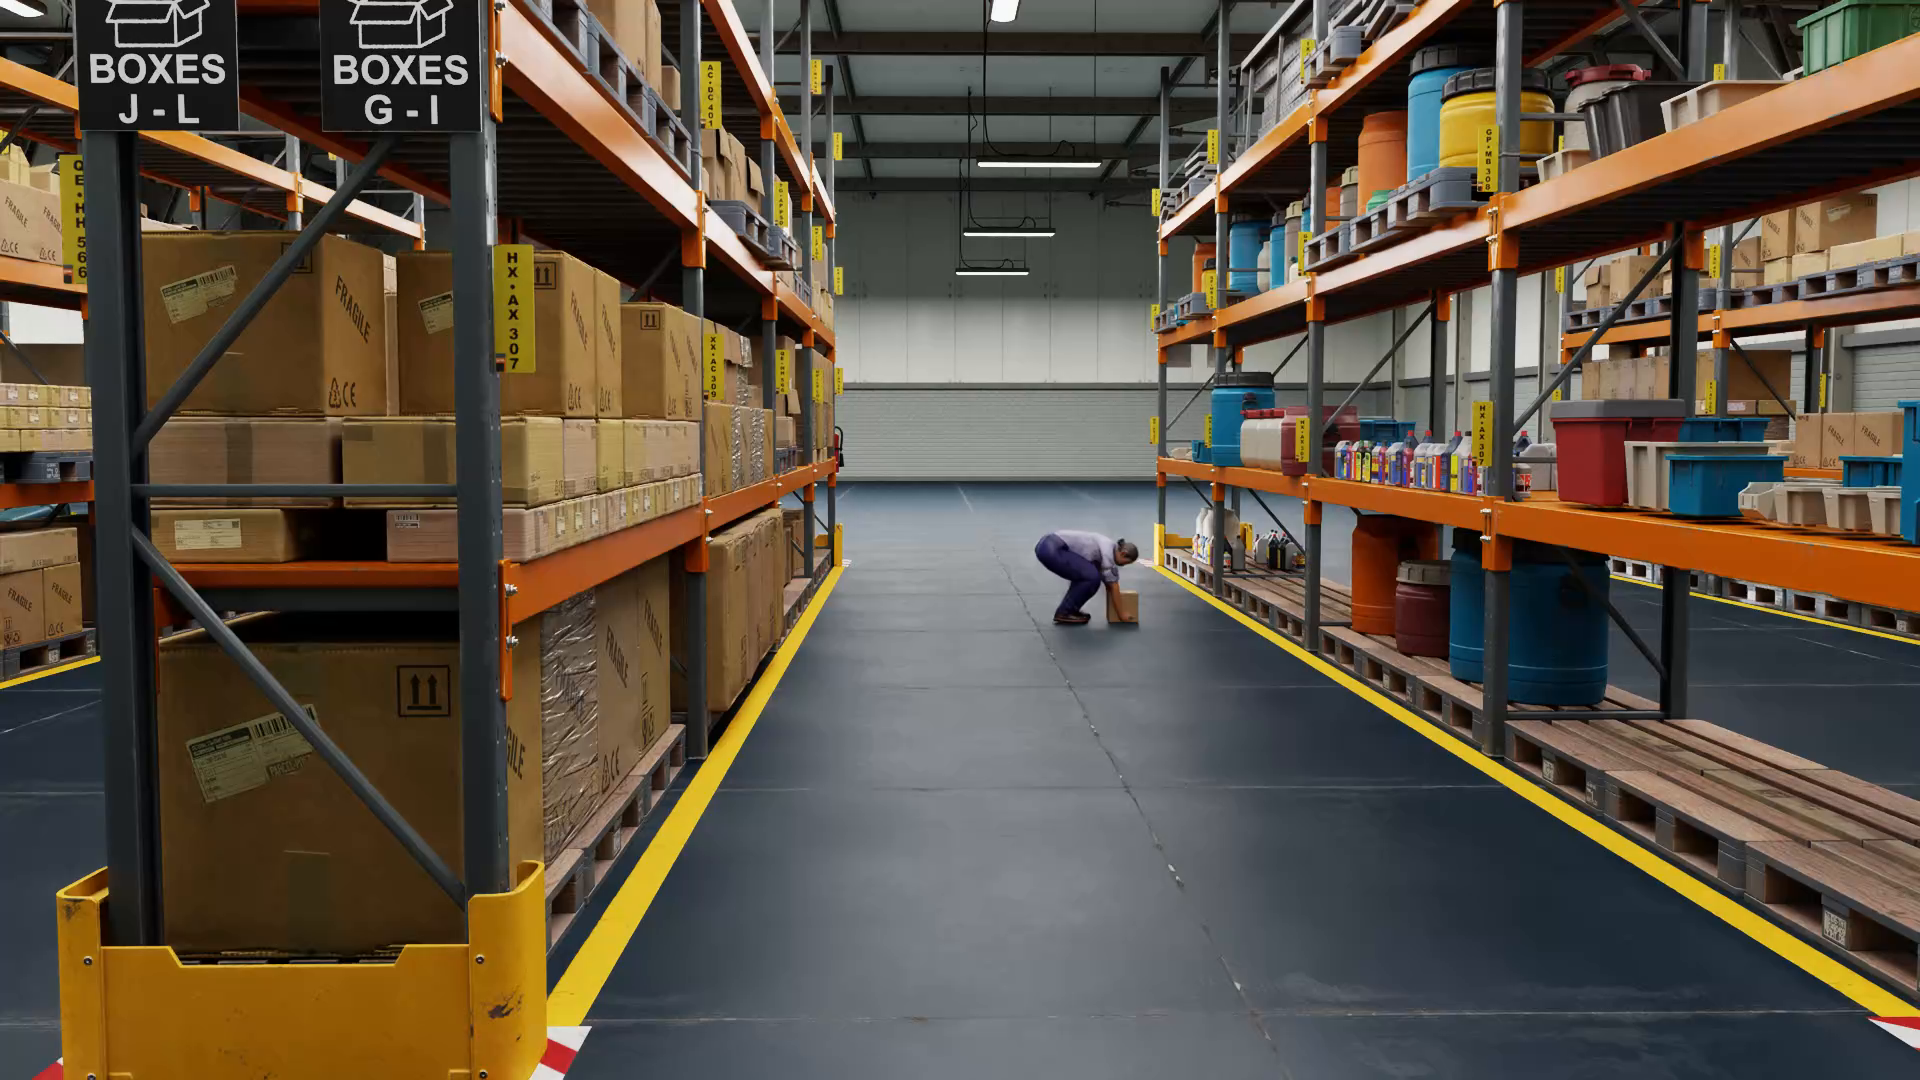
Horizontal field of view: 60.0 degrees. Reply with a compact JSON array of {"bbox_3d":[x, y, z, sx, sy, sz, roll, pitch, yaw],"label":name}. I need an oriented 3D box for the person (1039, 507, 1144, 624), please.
[{"bbox_3d":[1.138,0.212,14.384,0.910,0.989,0.476,0,4,-4],"label":"person"}]
